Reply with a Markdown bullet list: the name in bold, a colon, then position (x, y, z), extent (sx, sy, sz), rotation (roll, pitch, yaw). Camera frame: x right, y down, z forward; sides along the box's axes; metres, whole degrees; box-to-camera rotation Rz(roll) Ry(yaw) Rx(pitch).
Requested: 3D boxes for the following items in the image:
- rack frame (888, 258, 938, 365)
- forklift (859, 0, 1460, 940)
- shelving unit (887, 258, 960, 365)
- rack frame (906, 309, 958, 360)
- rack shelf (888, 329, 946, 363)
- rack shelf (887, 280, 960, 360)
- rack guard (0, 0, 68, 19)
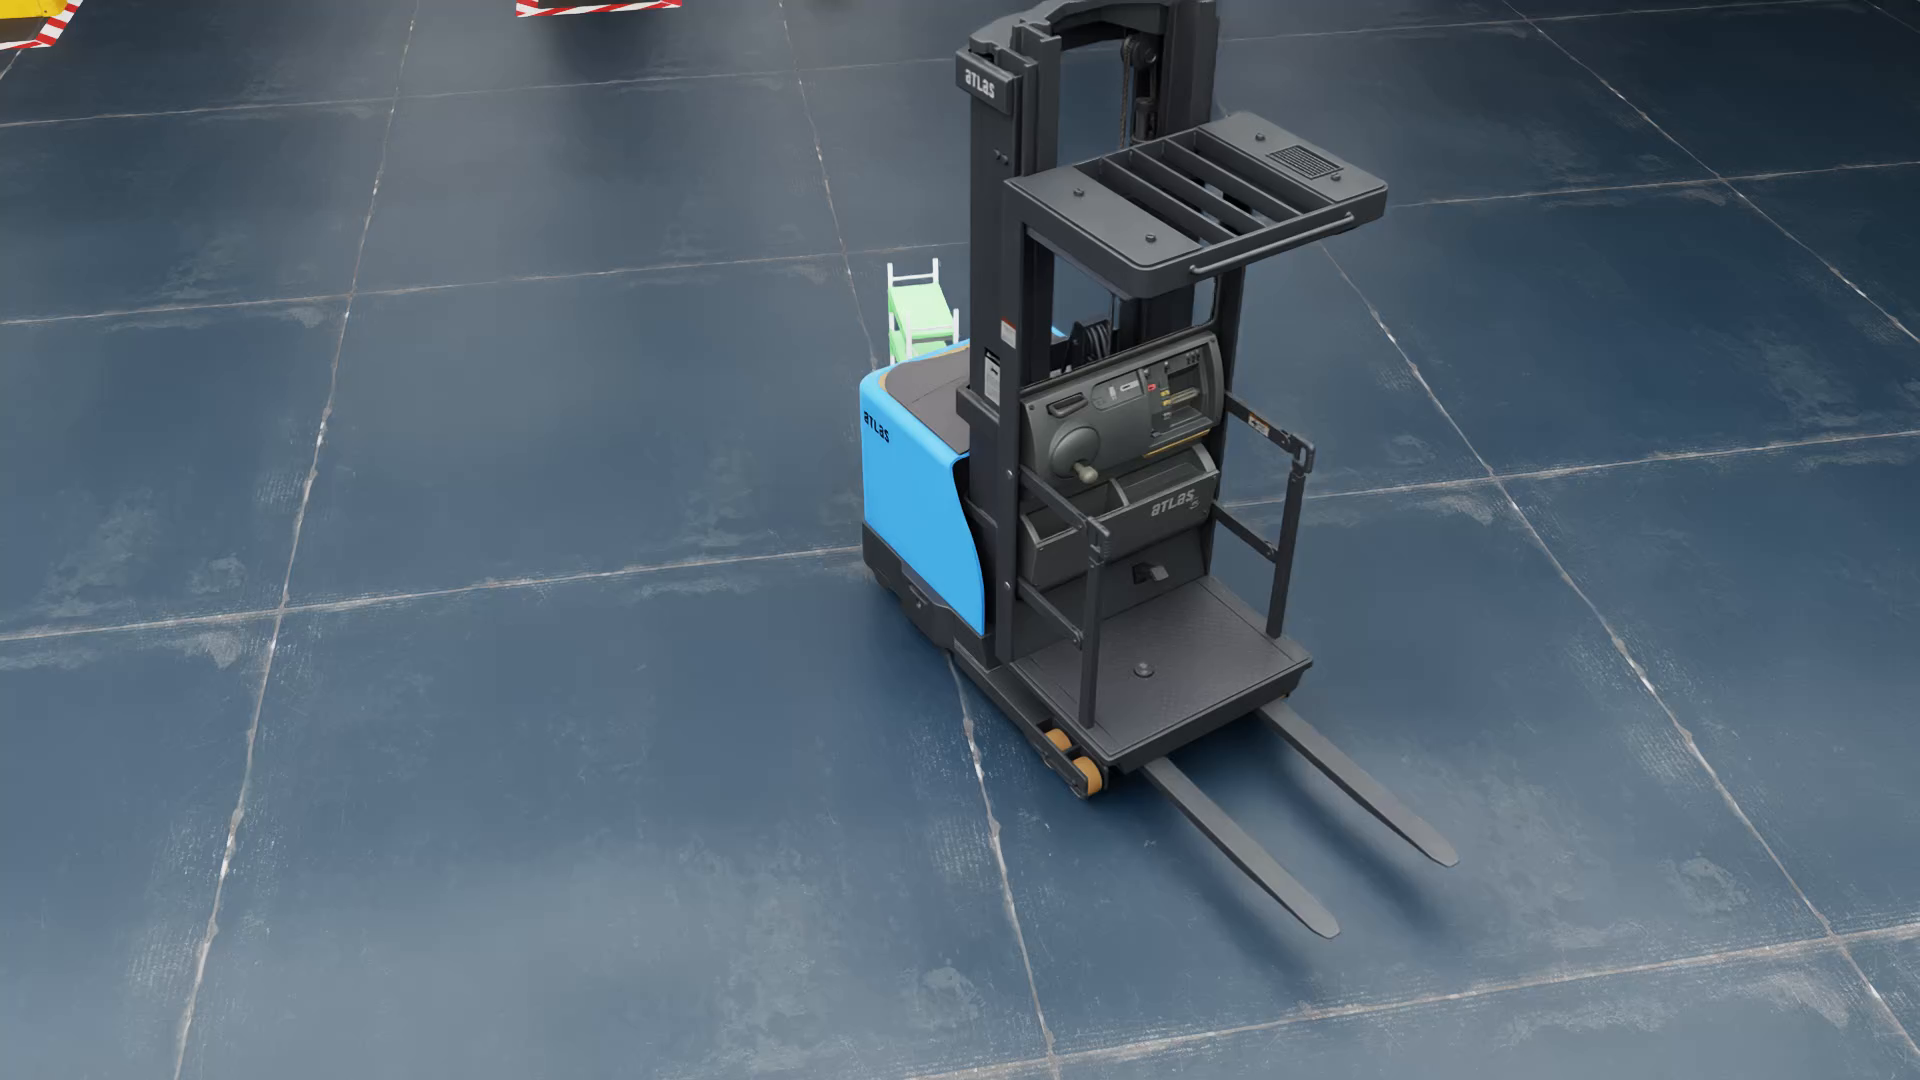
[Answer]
- **rack frame**: position (-0.225, -0.848, 8.264), extent (0.240, 1.200, 0.015), rotation (-7, 38, -9)
- **forklift**: position (0.768, -0.441, 6.329), extent (1.130, 2.935, 3.031), rotation (-22, 43, -26)
- **shelving unit**: position (-0.175, -0.702, 8.075), extent (0.258, 1.200, 0.503), rotation (-7, 38, -9)
- **rack frame**: position (-0.126, -0.555, 7.887), extent (0.240, 1.200, 0.015), rotation (-7, 38, -9)
- **rack shelf**: position (-0.175, -0.841, 7.967), extent (0.258, 0.148, 0.480), rotation (-7, 38, -9)
- **rack shelf**: position (-0.175, -1.030, 7.820), extent (0.258, 0.148, 0.480), rotation (-7, 38, -9)
- **rack guard**: position (-8.032, -4.561, 13.613), extent (1.175, 0.500, 0.348), rotation (-6, 38, -8)
